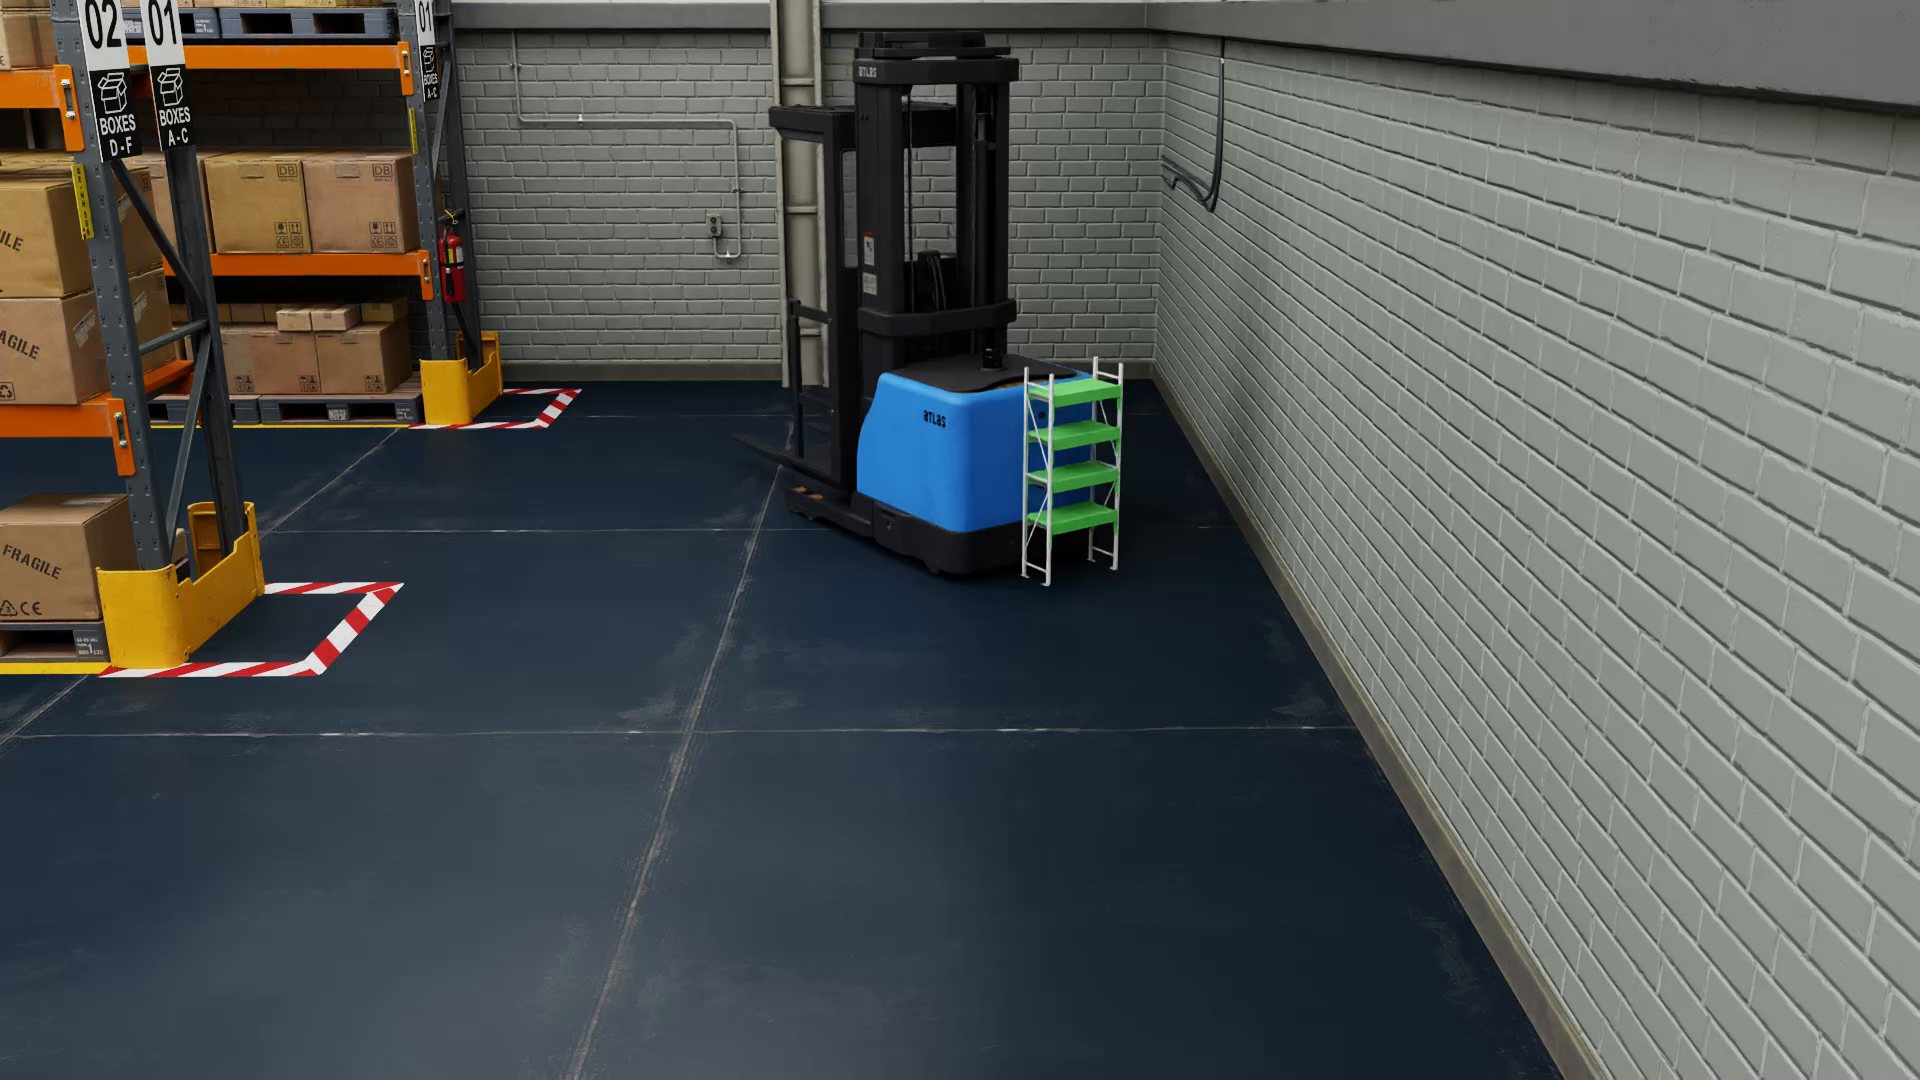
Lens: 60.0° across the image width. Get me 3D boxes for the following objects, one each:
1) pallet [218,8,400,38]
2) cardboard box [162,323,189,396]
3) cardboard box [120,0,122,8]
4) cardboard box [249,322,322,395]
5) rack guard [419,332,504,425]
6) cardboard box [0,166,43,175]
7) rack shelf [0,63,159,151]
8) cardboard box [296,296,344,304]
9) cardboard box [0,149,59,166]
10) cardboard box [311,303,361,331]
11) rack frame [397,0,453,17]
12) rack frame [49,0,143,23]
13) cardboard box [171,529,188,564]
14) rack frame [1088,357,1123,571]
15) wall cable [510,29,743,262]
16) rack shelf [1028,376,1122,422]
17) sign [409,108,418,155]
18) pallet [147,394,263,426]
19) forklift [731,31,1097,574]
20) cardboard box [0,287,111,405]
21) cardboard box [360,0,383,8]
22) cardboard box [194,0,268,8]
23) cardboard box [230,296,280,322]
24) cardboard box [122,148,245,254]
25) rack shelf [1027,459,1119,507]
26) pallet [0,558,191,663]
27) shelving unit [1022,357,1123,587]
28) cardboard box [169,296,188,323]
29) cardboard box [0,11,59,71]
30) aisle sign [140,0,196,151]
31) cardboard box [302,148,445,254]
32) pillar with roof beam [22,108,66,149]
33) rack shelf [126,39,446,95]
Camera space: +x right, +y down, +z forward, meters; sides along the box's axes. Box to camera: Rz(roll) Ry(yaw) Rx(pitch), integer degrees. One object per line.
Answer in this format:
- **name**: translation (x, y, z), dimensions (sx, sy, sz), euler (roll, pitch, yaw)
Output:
- **pallet**: translation (-4.736, -3.872, 12.443), dimensions (1.213, 0.211, 1.003), euler (0, 18, -1)
- **cardboard box**: translation (-6.229, -1.459, 13.090), dimensions (0.500, 0.500, 0.700), euler (0, 18, 0)
- **cardboard box**: translation (-6.276, -4.004, 12.102), dimensions (0.500, 0.250, 0.500), euler (-1, 18, -2)
- **cardboard box**: translation (-5.193, -1.466, 13.113), dimensions (0.500, 0.500, 0.700), euler (0, 18, -1)
- **rack guard**: translation (-3.970, -1.303, 13.291), dimensions (0.348, 0.500, 1.175), euler (0, 18, -1)
- **cardboard box**: translation (-4.883, -1.577, 8.254), dimensions (0.500, 0.500, 0.500), euler (0, 18, 0)
- **rack shelf**: translation (-5.912, -2.056, 7.814), dimensions (4.000, 0.370, 1.077), euler (0, 18, -1)
- **cardboard box**: translation (-5.077, -1.837, 13.205), dimensions (0.250, 0.149, 0.380), euler (0, 18, -1)
- **cardboard box**: translation (-7.451, -2.614, 12.795), dimensions (0.700, 0.700, 0.980), euler (0, 18, 0)
- **cardboard box**: translation (-4.818, -1.721, 12.846), dimensions (0.250, 0.149, 0.380), euler (0, 18, -2)
- **rack frame**: translation (-3.994, -5.350, 11.992), dimensions (0.127, 3.000, 1.000), euler (0, 18, -1)
- **rack frame**: translation (-3.912, -3.837, 7.276), dimensions (0.127, 3.000, 1.000), euler (0, 18, -1)
- **cardboard box**: translation (-4.337, 0.065, 8.882), dimensions (0.250, 0.149, 0.380), euler (0, 18, -1)
- **rack frame**: translation (0.824, -0.426, 9.413), dimensions (0.015, 1.200, 0.240), euler (-12, 22, -34)
- **wall cable**: translation (-2.729, -3.272, 13.673), dimensions (1.851, 1.984, 0.084), euler (0, 18, -1)
- **rack shelf**: translation (0.625, -0.779, 9.150), dimensions (0.480, 0.148, 0.258), euler (-12, 22, -34)
- **sign**: translation (-4.000, -2.991, 12.179), dimensions (0.005, 0.325, 0.100), euler (0, 18, -1)
- **pallet**: translation (-6.009, -1.133, 13.233), dimensions (1.213, 0.211, 1.003), euler (0, 18, -1)
- **forklift**: translation (-0.457, -1.595, 10.220), dimensions (1.130, 2.935, 3.031), euler (-12, 21, -33)
- **cardboard box**: translation (-4.356, -0.943, 7.911), dimensions (0.500, 0.500, 0.500), euler (0, 18, 1)
- **cardboard box**: translation (-4.728, -4.169, 12.617), dimensions (0.500, 0.250, 0.500), euler (1, 18, 2)
- **cardboard box**: translation (-5.243, -4.010, 12.121), dimensions (0.500, 0.250, 0.500), euler (-1, 18, -3)
- **cardboard box**: translation (-5.582, -1.834, 13.198), dimensions (0.250, 0.149, 0.380), euler (0, 18, 0)
- **cardboard box**: translation (-5.994, -2.623, 12.821), dimensions (0.700, 0.700, 0.980), euler (-1, 18, -4)
- **rack shelf**: translation (0.625, -0.322, 9.297), dimensions (0.480, 0.148, 0.258), euler (-12, 22, -34)
- **pallet**: translation (-4.786, 0.352, 8.604), dimensions (1.213, 0.211, 1.003), euler (0, 18, -1)
- **shelving unit**: translation (0.625, -0.383, 9.277), dimensions (0.503, 1.200, 0.258), euler (-12, 22, -34)
- **cardboard box**: translation (-6.092, -1.832, 13.190), dimensions (0.250, 0.149, 0.380), euler (-1, 18, -2)
- **cardboard box**: translation (-4.422, -2.254, 7.498), dimensions (0.500, 0.250, 0.500), euler (0, 18, -1)
- **aisle sign**: translation (-3.849, -2.308, 8.076), dimensions (0.004, 0.787, 0.394), euler (0, 18, -1)
- **cardboard box**: translation (-4.504, -2.630, 12.846), dimensions (0.700, 0.700, 0.980), euler (1, 18, 2)
- **pillar with roof beam**: translation (-7.240, -4.283, 8.668), dimensions (0.400, 9.000, 9.100), euler (0, 18, -1)
- **rack shelf**: translation (-5.994, -3.569, 12.530), dimensions (4.000, 0.370, 1.077), euler (0, 18, -1)
